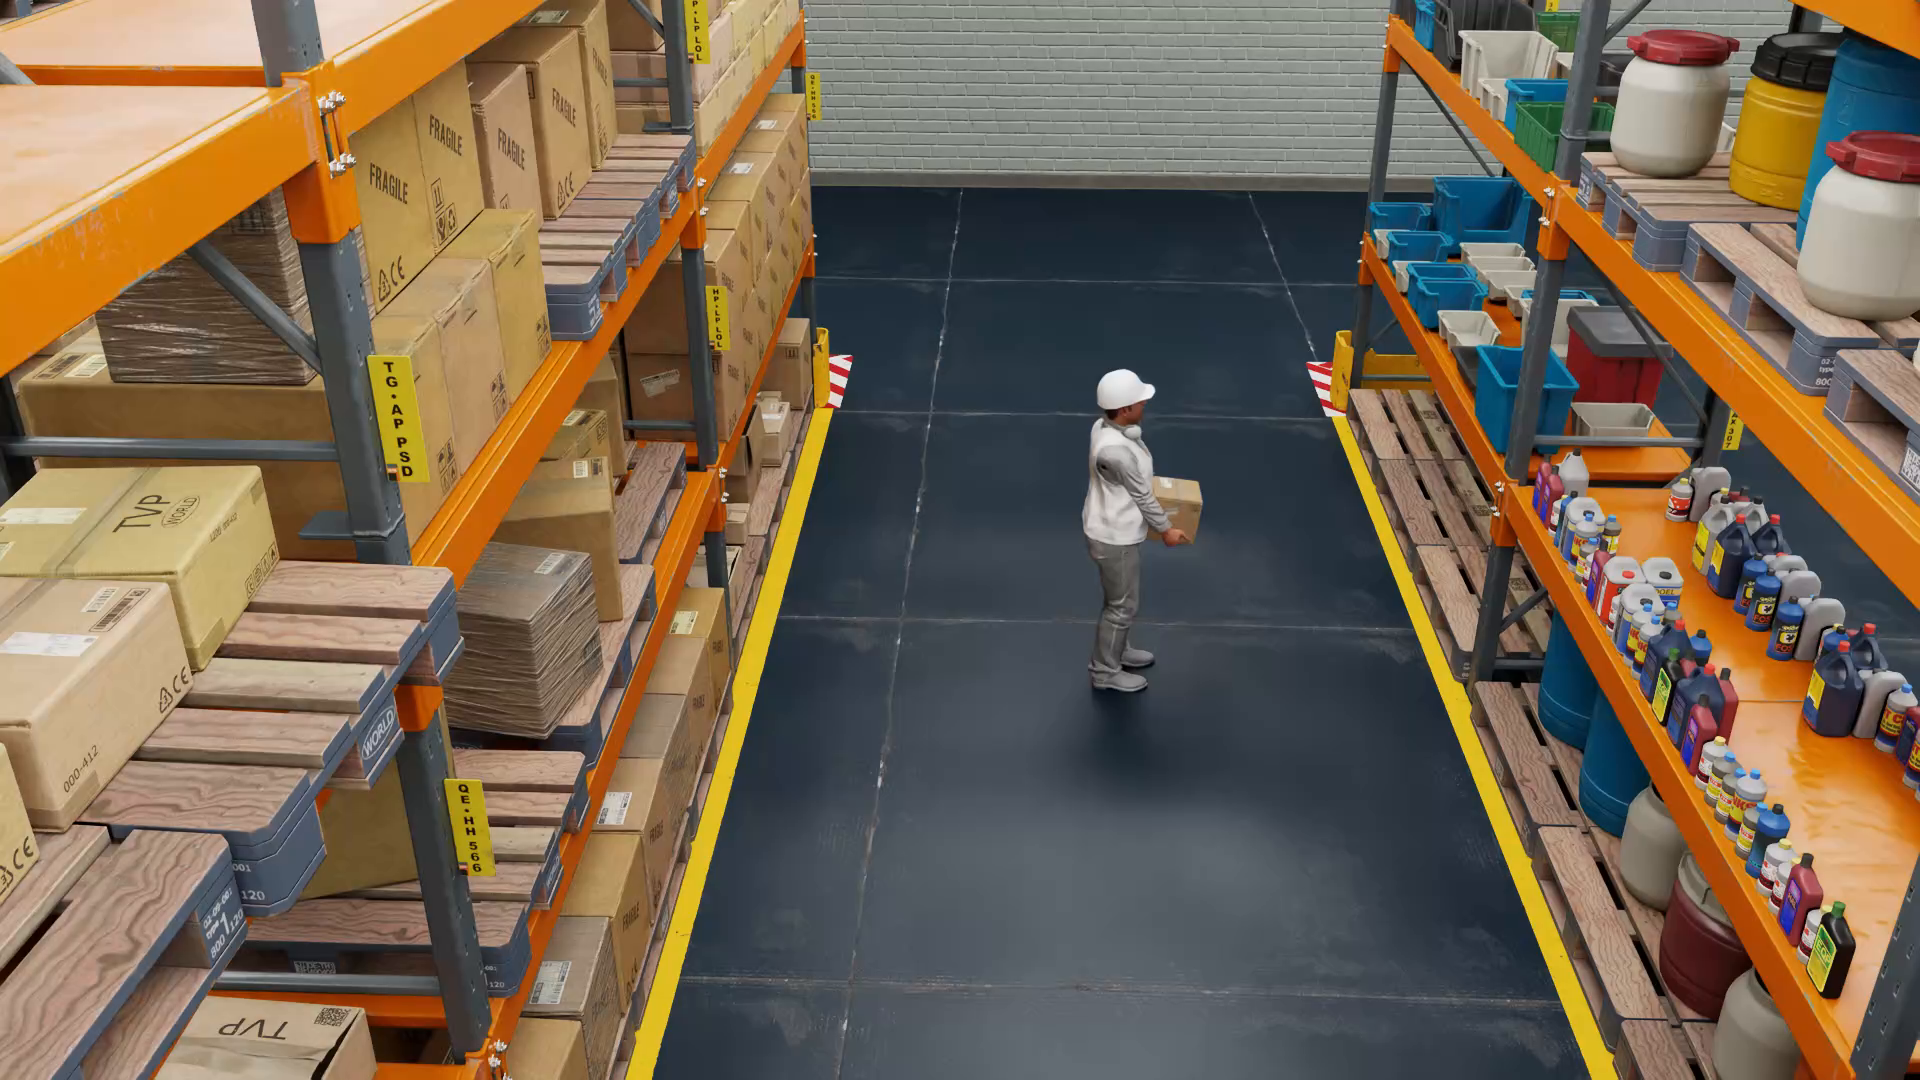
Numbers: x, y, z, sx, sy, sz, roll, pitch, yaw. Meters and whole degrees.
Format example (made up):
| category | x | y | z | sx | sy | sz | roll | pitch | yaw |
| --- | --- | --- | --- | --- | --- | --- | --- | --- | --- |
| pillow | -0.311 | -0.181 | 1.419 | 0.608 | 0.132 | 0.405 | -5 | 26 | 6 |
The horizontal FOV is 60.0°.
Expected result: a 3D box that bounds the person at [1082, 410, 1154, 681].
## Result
| category | x | y | z | sx | sy | sz | roll | pitch | yaw |
| --- | --- | --- | --- | --- | --- | --- | --- | --- | --- |
| person | 0.822 | 0.022 | 8.740 | 0.363 | 1.481 | 0.447 | 1 | 28 | 2 |
